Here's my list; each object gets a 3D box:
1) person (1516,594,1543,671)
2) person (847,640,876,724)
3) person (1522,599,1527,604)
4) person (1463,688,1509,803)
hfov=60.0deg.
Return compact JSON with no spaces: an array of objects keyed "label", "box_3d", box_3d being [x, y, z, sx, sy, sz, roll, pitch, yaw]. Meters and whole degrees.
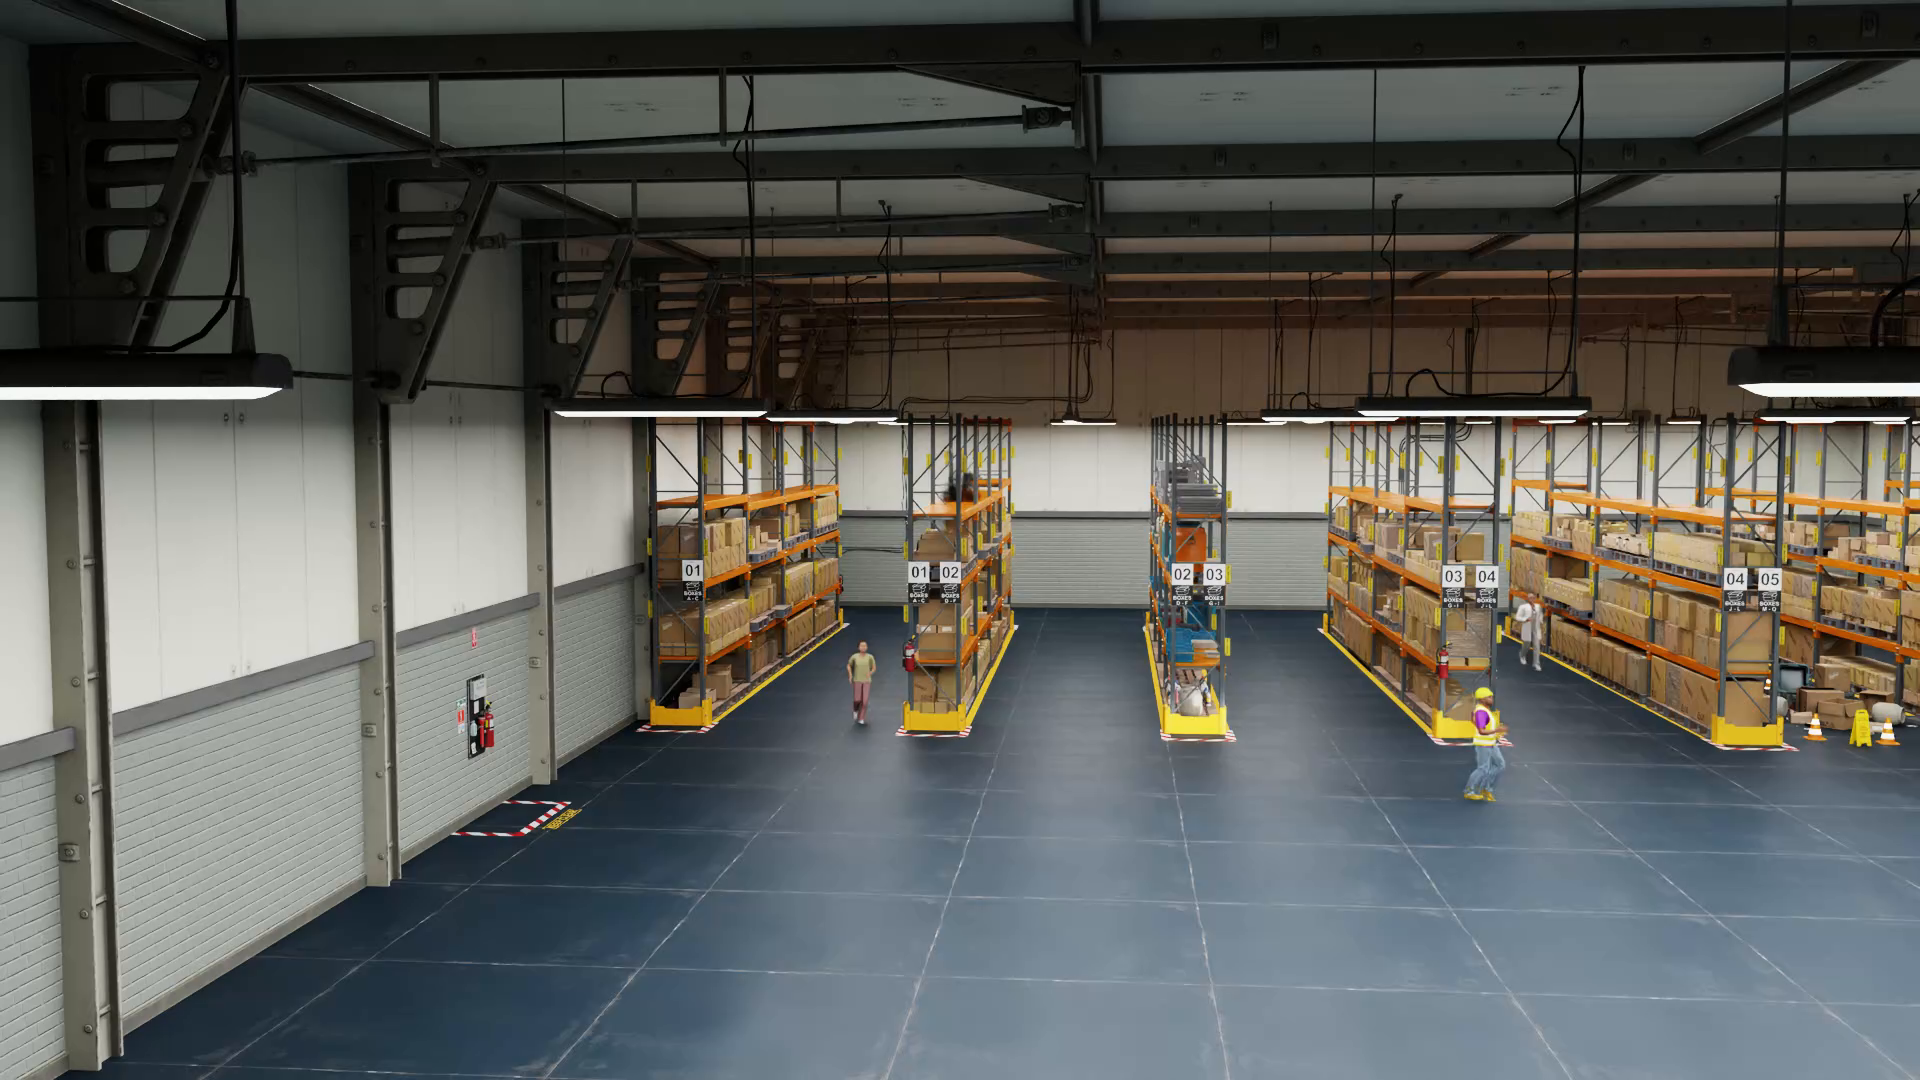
[{"label":"person","box_3d":[13.546,2.159,39.475,0.710,1.781,1.049,0,4,-1]},{"label":"person","box_3d":[-1.893,2.748,32.117,0.558,1.619,0.520,0,4,-7]},{"label":"person","box_3d":[16.250,1.724,47.406,0.673,1.605,0.559,-4,5,-43]},{"label":"person","box_3d":[8.038,3.142,25.343,0.683,1.795,0.677,2,4,30]}]
